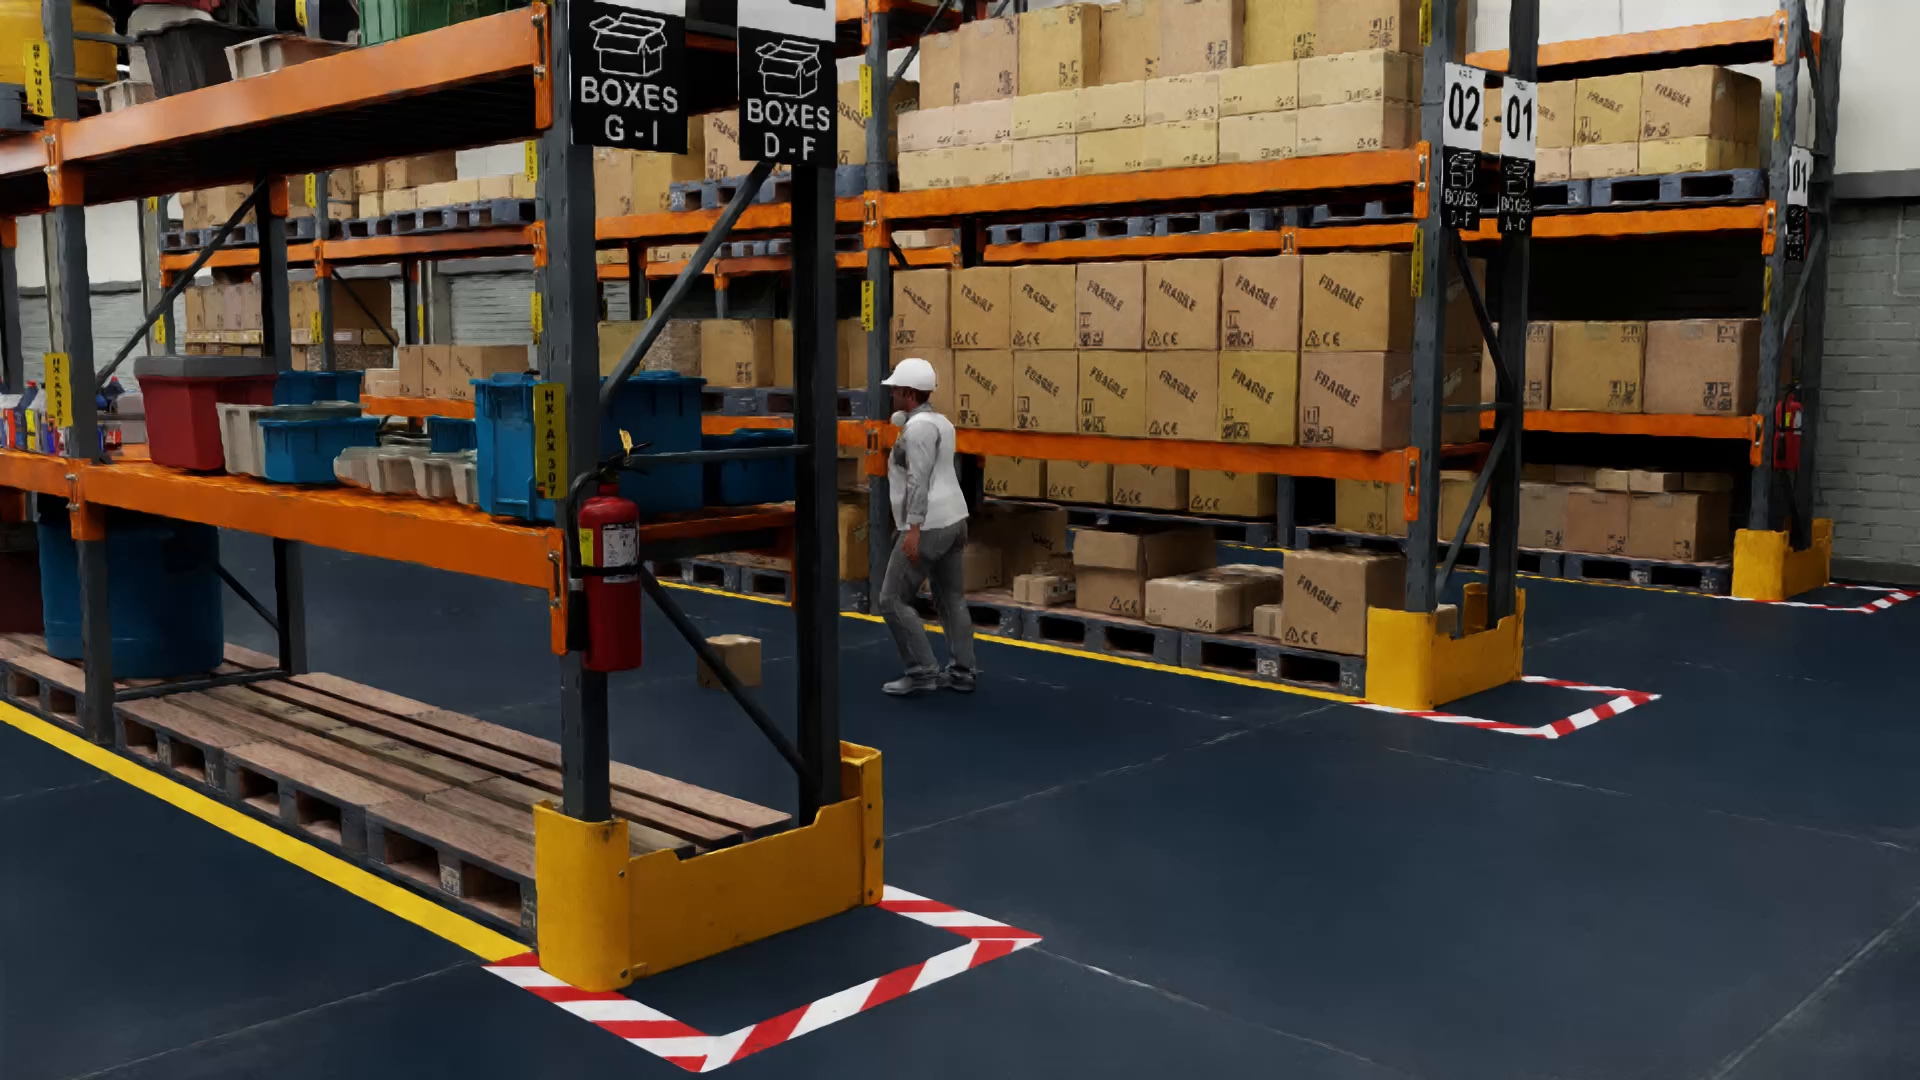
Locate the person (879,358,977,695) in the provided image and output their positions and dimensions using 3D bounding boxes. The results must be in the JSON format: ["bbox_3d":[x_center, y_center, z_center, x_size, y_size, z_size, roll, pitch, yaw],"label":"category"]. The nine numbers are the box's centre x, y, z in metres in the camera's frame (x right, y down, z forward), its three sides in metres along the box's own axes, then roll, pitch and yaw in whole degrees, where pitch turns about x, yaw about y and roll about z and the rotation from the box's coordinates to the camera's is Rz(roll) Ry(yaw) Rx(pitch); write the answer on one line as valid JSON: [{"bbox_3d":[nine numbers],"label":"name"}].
[{"bbox_3d":[-0.179,-0.067,8.699,0.494,1.755,0.666,3,7,20],"label":"person"}]
